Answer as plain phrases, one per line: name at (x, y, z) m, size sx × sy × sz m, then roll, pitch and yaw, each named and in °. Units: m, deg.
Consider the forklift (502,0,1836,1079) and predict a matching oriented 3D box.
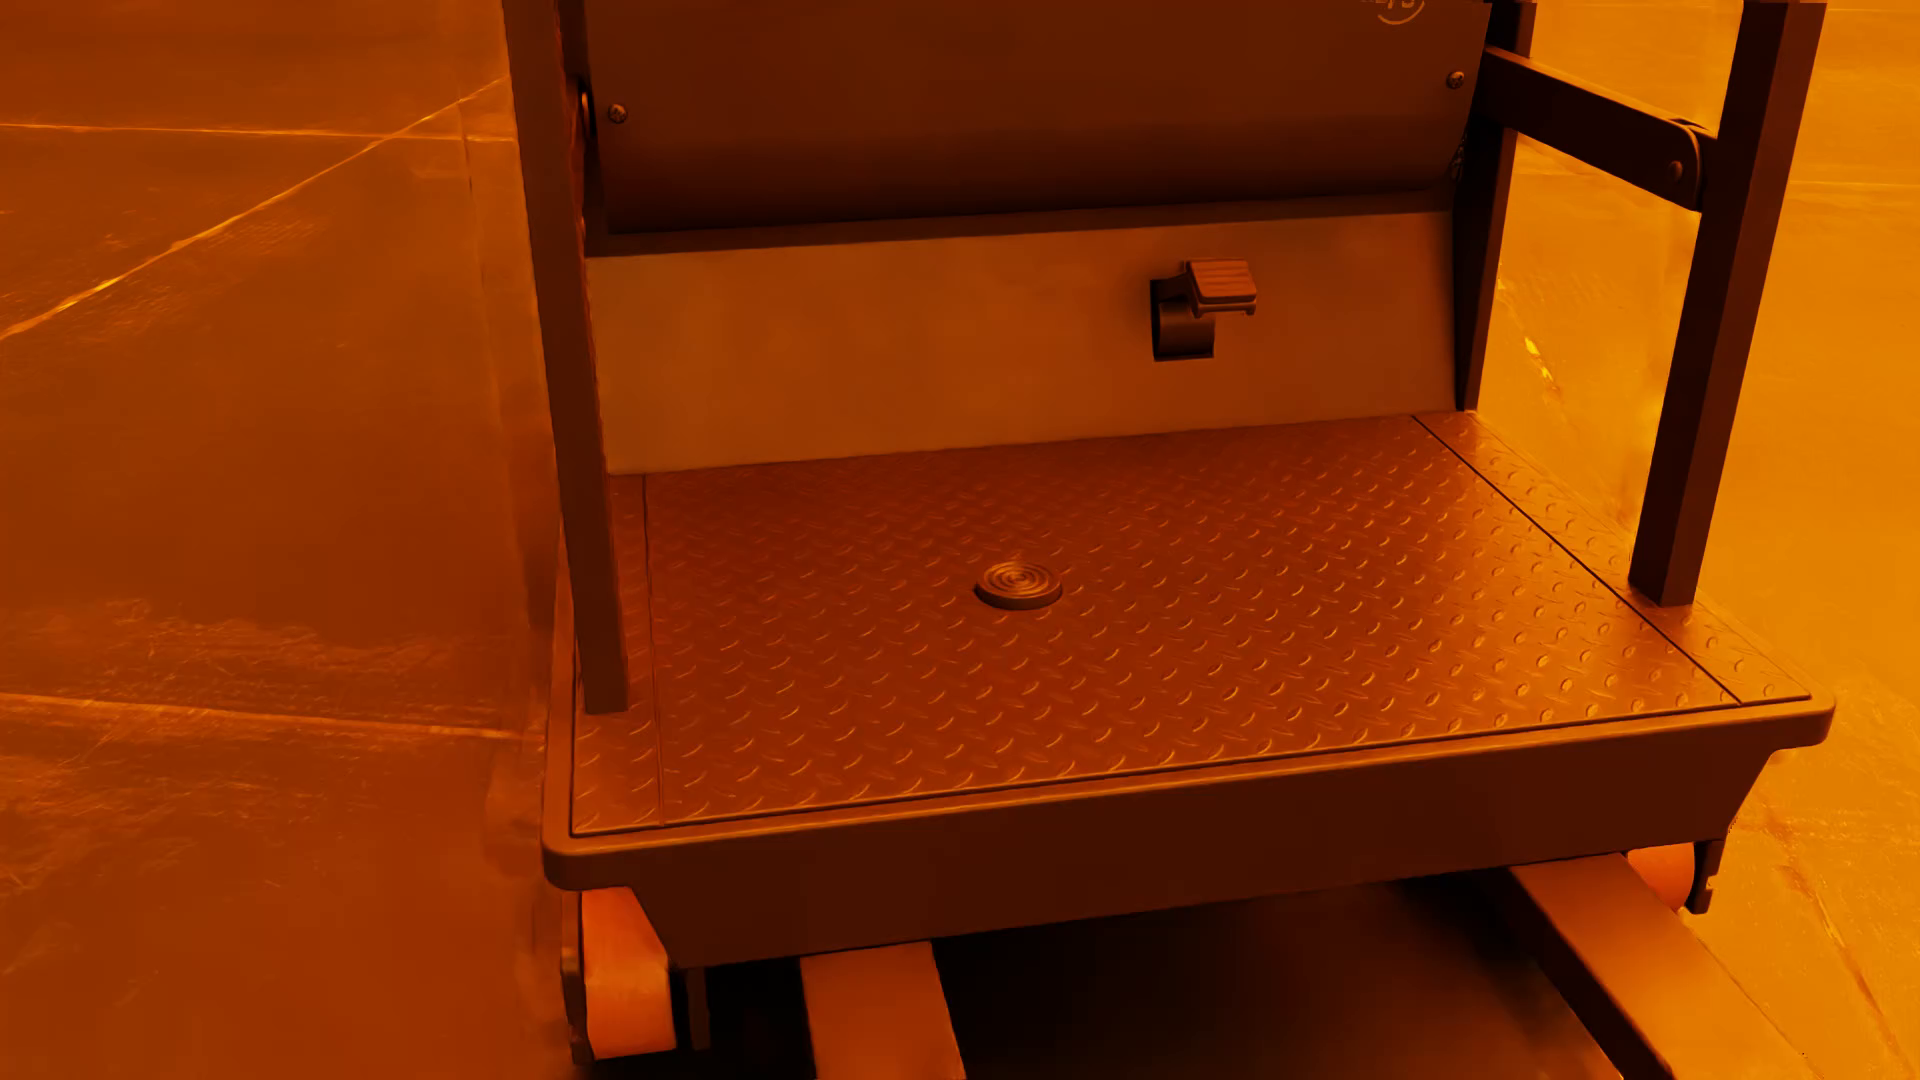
forklift at (0.132, -1.012, 1.246) m, size 1.130 × 2.935 × 3.031 m, roll -5°, pitch 27°, yaw -10°
